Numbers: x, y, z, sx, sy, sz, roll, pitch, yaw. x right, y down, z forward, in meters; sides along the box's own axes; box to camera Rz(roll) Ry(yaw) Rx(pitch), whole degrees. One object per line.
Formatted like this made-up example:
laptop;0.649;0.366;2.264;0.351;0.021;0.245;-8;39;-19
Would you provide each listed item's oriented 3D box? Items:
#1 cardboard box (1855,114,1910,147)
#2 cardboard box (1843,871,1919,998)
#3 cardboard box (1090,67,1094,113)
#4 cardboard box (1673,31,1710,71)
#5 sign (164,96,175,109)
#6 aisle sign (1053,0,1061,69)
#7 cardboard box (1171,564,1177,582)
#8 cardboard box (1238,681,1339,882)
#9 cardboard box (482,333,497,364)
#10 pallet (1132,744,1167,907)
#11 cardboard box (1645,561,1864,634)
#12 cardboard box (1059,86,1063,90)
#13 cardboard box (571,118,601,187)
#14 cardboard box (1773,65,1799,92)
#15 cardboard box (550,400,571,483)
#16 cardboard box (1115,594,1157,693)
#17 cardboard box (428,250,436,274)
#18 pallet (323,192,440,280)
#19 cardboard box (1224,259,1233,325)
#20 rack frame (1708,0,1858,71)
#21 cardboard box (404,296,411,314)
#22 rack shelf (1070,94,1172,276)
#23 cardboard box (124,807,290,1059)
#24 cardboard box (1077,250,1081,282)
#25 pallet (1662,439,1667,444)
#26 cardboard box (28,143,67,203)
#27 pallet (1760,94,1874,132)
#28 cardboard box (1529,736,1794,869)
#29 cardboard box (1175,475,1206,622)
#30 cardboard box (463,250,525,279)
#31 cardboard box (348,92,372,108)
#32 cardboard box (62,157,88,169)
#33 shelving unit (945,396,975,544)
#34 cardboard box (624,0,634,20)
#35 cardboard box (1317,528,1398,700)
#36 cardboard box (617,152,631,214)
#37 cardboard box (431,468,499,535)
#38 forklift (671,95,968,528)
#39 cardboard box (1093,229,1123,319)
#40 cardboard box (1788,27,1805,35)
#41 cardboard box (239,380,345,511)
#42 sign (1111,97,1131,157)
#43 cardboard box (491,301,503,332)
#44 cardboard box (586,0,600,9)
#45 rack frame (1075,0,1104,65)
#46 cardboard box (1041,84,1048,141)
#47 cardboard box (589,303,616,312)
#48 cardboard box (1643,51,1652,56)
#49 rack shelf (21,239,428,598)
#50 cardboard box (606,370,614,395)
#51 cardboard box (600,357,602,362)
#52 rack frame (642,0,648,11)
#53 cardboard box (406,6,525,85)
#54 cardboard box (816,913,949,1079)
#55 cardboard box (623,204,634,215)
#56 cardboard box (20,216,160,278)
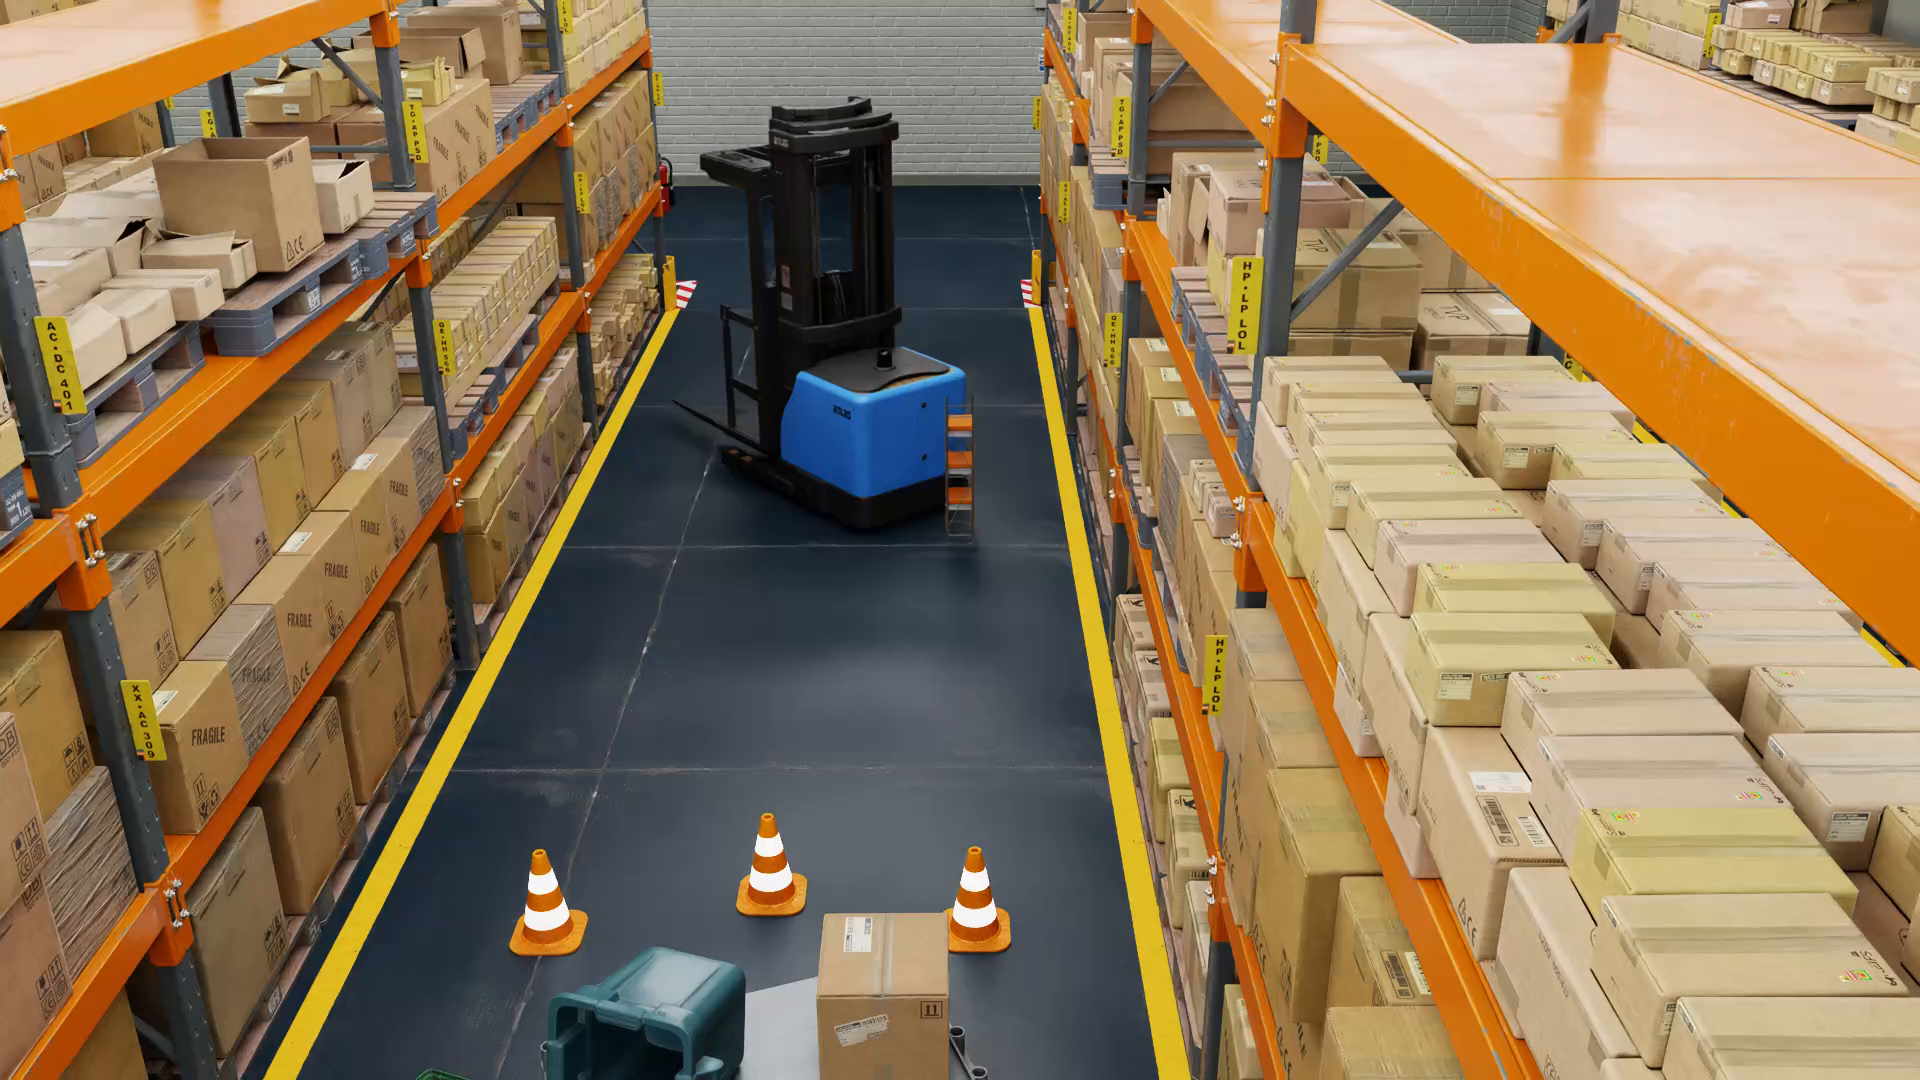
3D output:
cardboard box;6.146;-2.580;10.740;0.500;0.250;0.500;0;24;-1
cardboard box;1.795;0.812;2.878;0.500;0.250;0.500;-1;24;-1
cardboard box;1.069;-3.025;11.195;0.396;0.266;0.258;2;24;4
cardboard box;6.107;-3.938;13.382;0.500;0.250;0.500;0;24;0
sign;-8.011;-4.518;16.791;0.100;0.325;0.005;0;24;-1
aisle sign;1.065;-5.144;16.711;0.394;0.787;0.004;0;24;-1
cardboard box;1.229;0.090;8.090;0.380;0.149;0.250;1;24;1
cardboard box;1.258;0.770;5.095;0.700;0.500;0.500;0;24;0
cardboard box;-3.325;-1.275;11.108;0.380;0.149;0.250;1;24;1
pallet;1.460;1.460;8.650;1.003;0.211;1.213;0;24;-1
cardboard box;1.820;0.166;3.822;0.380;0.149;0.250;0;24;0
cardboard box;1.121;-4.148;15.544;0.380;0.149;0.250;0;24;0
cardboard box;-3.332;-3.256;13.997;0.500;0.500;0.500;-1;24;-2
cardboard box;5.981;-3.250;11.713;0.380;0.149;0.250;-1;24;-1
cardboard box;-3.284;-0.756;12.688;0.500;0.500;0.500;-1;24;-2
cardboard box;1.439;0.605;9.836;0.950;0.372;0.625;-2;24;-4
cardboard box;-3.992;-1.973;11.930;0.380;0.149;0.250;0;24;-1
pallet;-3.446;-1.586;8.589;1.213;0.211;1.003;1;24;2
cardboard box;1.335;-0.924;6.569;0.500;0.250;0.500;0;24;0
rack frame;6.362;-5.040;12.357;1.000;3.000;0.127;0;24;-1
cardboard box;-3.986;-1.622;11.514;0.380;0.149;0.250;-1;24;-2
rack shelf;1.421;-2.497;11.248;1.077;0.370;4.000;0;24;-1
cardboard box;-3.559;1.656;7.052;1.050;0.750;0.750;0;24;-1
cardboard box;1.156;-2.045;12.590;0.500;0.250;0.500;0;24;0
pallet;6.409;-0.701;13.427;1.003;0.211;1.213;0;24;-1
cardboard box;-8.268;-3.263;14.618;0.500;0.500;0.500;-1;24;-2
pallet;6.314;-2.891;11.474;1.213;0.211;1.003;0;24;-1
cardboard box;1.299;0.491;3.104;0.380;0.149;0.250;0;24;-1
cardboard box;1.246;0.035;7.424;0.500;0.500;0.500;1;24;1
cardboard box;-3.343;-1.975;11.934;0.380;0.149;0.250;-1;24;-2
cardboard box;-3.785;-2.423;10.089;0.500;0.500;0.500;0;24;-1
cardboard box;-8.806;-3.540;16.142;0.500;0.250;0.500;-1;24;-1
shelving unit;-0.001;-0.500;11.966;0.215;1.050;0.252;0;24;-1
cardboard box;-3.327;-4.994;15.470;0.500;0.250;0.500;-1;24;-2
cardboard box;1.225;0.182;4.273;0.500;0.250;0.500;0;24;0
cardboard box;-3.320;-3.237;15.169;0.500;0.500;0.500;1;24;2
cardboard box;-3.271;-0.250;10.659;0.500;0.250;0.500;-1;24;-3
forklift;-1.265;-1.956;12.902;1.130;2.935;3.031;-19;30;-35
cardboard box;1.163;-1.763;11.058;0.500;0.500;0.500;0;24;-1
cardboard box;6.482;-3.808;12.586;0.380;0.149;0.250;-1;24;-1
cardboard box;-3.496;-0.467;8.191;0.700;0.500;0.500;-1;24;-1
sign;0.888;-2.274;9.157;0.100;0.325;0.005;0;24;-1
cardboard box;-3.326;-1.514;11.274;0.380;0.149;0.250;0;24;-1
cardboard box;-3.277;-4.589;14.092;0.380;0.149;0.250;1;24;2
rack frame;1.399;-5.016;12.304;1.000;3.000;0.127;0;24;-1
cardboard box;1.076;-4.233;16.518;0.500;0.500;0.500;-1;24;-2
cardboard box;-3.374;-2.067;15.292;0.380;0.149;0.250;-1;24;-3
cardboard box;6.098;-4.129;14.287;0.380;0.149;0.250;1;24;1
rack shelf;-3.484;-0.785;7.462;1.077;0.370;4.000;0;24;-1
cardboard box;-3.235;-1.372;14.477;0.380;0.149;0.250;0;24;1
cardboard box;-3.365;-1.601;14.623;0.380;0.149;0.250;0;24;-1
rack frame;-3.593;-6.600;15.807;1.000;3.000;0.127;0;24;-1
cardboard box;-3.655;-3.666;12.327;0.700;0.500;0.500;0;24;0
cardboard box;-0.293;1.828;6.565;0.500;0.500;0.500;0;24;-1
cardboard box;-3.325;-3.200;15.873;0.380;0.149;0.250;-1;24;-3
cardboard box;-3.701;-1.206;6.998;0.500;0.311;0.500;-1;24;-2
